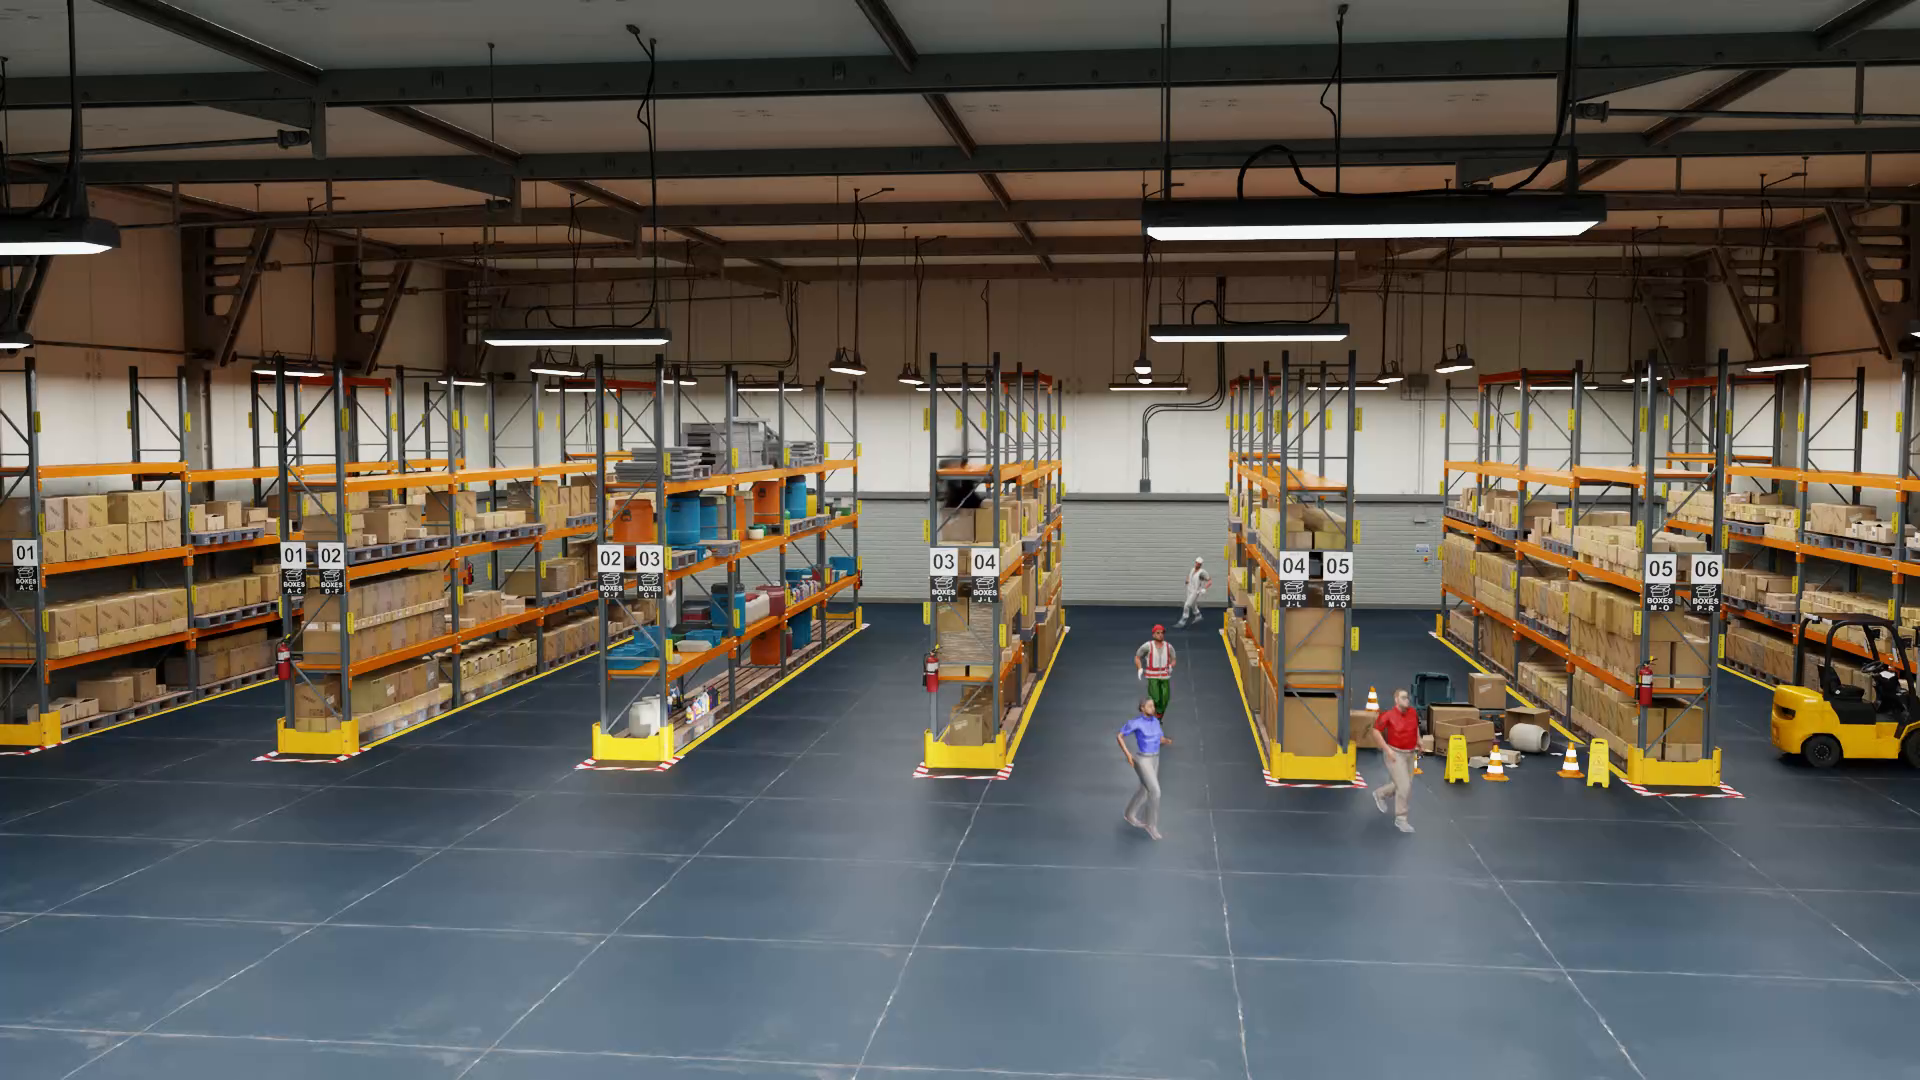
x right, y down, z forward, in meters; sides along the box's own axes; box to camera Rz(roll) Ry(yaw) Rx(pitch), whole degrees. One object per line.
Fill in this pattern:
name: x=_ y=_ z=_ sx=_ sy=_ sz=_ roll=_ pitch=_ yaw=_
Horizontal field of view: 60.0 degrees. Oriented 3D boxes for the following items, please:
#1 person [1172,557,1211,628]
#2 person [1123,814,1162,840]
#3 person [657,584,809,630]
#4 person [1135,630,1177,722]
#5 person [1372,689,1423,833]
person: x=5.676 y=1.269 z=40.327 sx=0.901 sy=1.735 sz=0.797 roll=-2 pitch=5 yaw=-27
person: x=2.222 y=3.435 z=20.251 sx=0.688 sy=0.355 sz=0.278 roll=4 pitch=5 yaw=42
person: x=-4.836 y=1.715 z=35.483 sx=3.229 sy=1.577 sz=0.841 roll=0 pitch=4 yaw=-7
person: x=3.190 y=2.294 z=26.762 sx=0.650 sy=1.618 sz=0.536 roll=-1 pitch=4 yaw=-11
person: x=5.403 y=2.695 z=20.639 sx=0.661 sy=1.740 sz=0.805 roll=-2 pitch=5 yaw=-29
